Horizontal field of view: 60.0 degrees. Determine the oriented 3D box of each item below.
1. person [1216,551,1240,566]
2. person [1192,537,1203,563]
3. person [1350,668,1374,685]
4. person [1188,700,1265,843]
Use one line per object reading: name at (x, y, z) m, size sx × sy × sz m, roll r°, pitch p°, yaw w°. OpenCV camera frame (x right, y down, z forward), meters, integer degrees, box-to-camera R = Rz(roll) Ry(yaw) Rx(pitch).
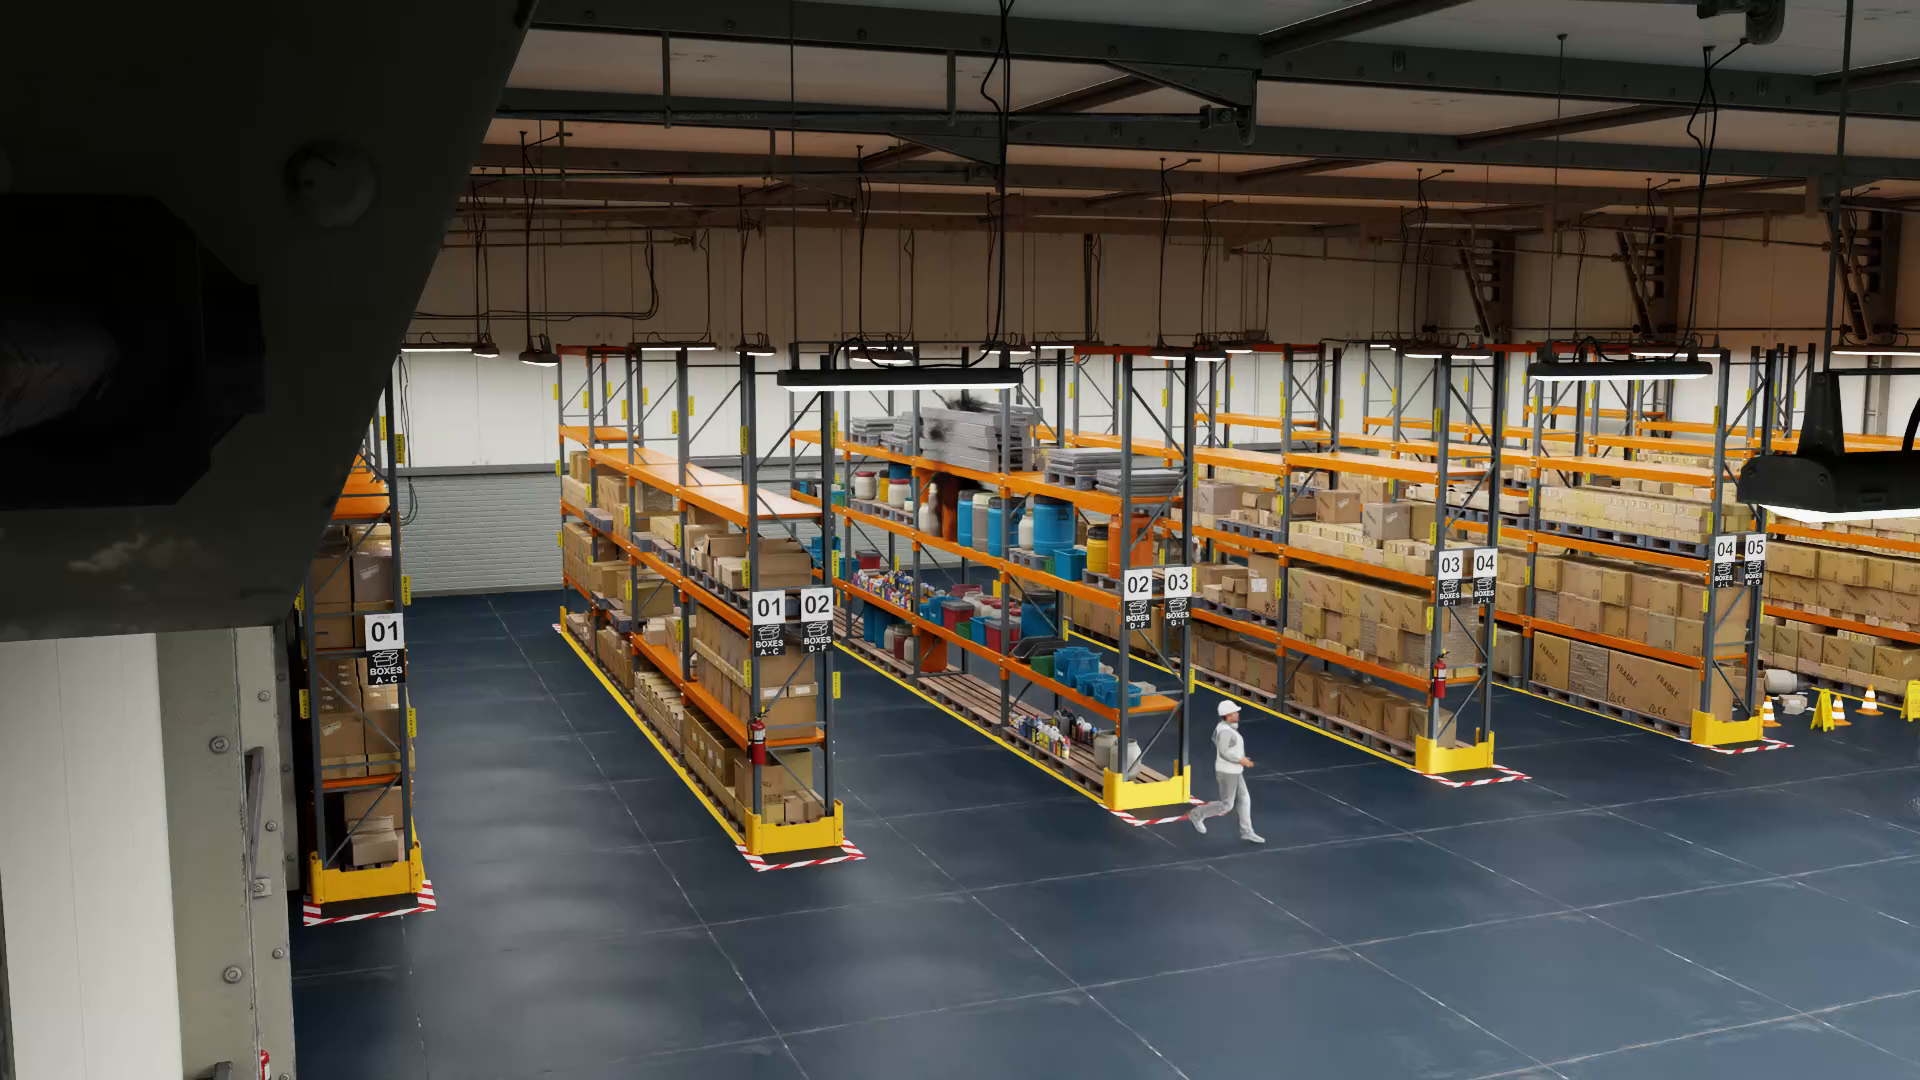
person at (6.719, 0.171, 41.961) m, size 0.788 × 1.716 × 0.674 m, roll -2°, pitch 8°, yaw -17°
person at (5.214, 0.719, 37.733) m, size 0.717 × 1.666 × 0.954 m, roll -3°, pitch 8°, yaw -20°
person at (7.234, 1.753, 29.837) m, size 0.536 × 1.612 × 0.775 m, roll -4°, pitch 8°, yaw -26°
person at (3.318, 2.857, 20.575) m, size 0.951 × 1.768 × 0.690 m, roll 2°, pitch 7°, yaw 14°
